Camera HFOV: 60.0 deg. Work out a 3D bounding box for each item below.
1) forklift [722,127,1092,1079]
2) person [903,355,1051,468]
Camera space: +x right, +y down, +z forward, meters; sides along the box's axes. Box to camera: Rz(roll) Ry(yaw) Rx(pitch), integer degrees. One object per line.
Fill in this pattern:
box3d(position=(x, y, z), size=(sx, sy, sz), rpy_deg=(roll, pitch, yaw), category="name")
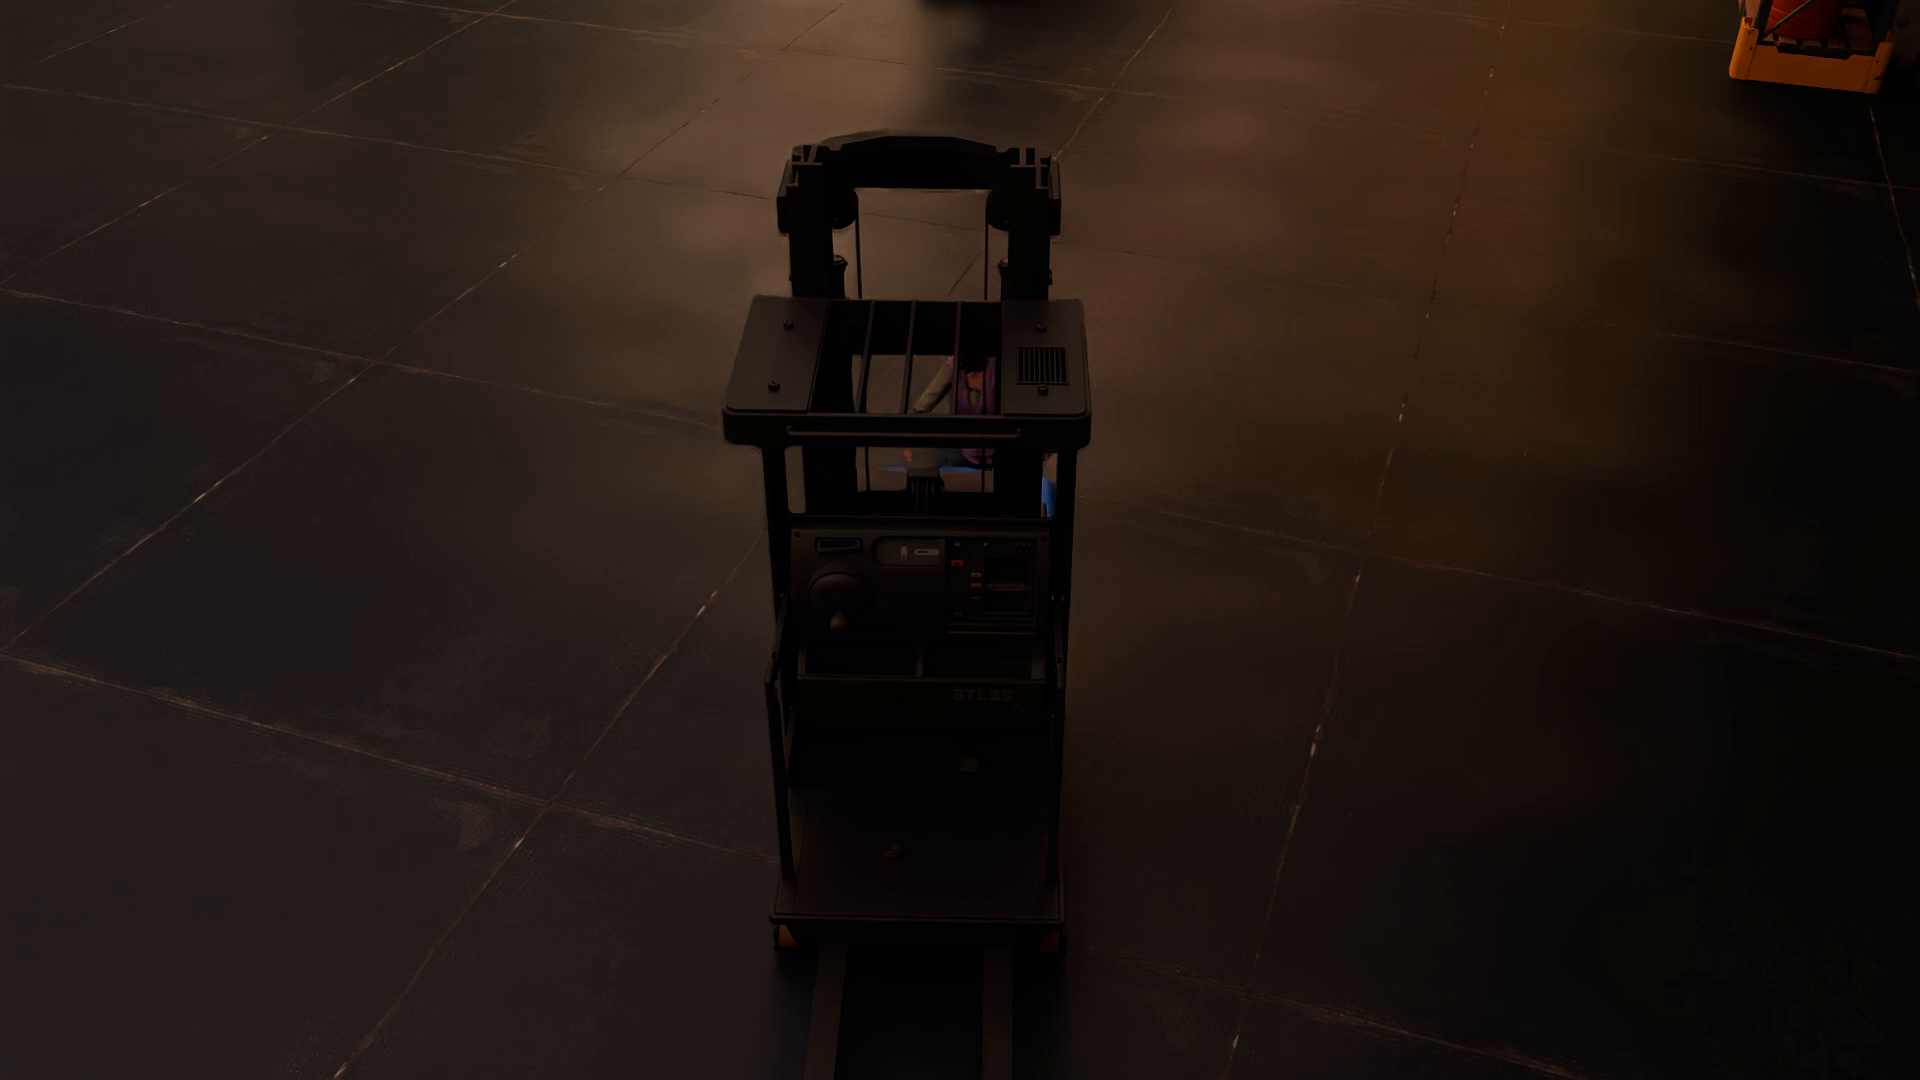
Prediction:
box3d(position=(-0.146, 0.210, 5.815), size=(1.130, 2.935, 3.031), rpy_deg=(1, 35, 1), category="forklift")
box3d(position=(0.065, -0.354, 7.952), size=(0.878, 1.373, 0.674), rpy_deg=(14, 38, 19), category="person")
